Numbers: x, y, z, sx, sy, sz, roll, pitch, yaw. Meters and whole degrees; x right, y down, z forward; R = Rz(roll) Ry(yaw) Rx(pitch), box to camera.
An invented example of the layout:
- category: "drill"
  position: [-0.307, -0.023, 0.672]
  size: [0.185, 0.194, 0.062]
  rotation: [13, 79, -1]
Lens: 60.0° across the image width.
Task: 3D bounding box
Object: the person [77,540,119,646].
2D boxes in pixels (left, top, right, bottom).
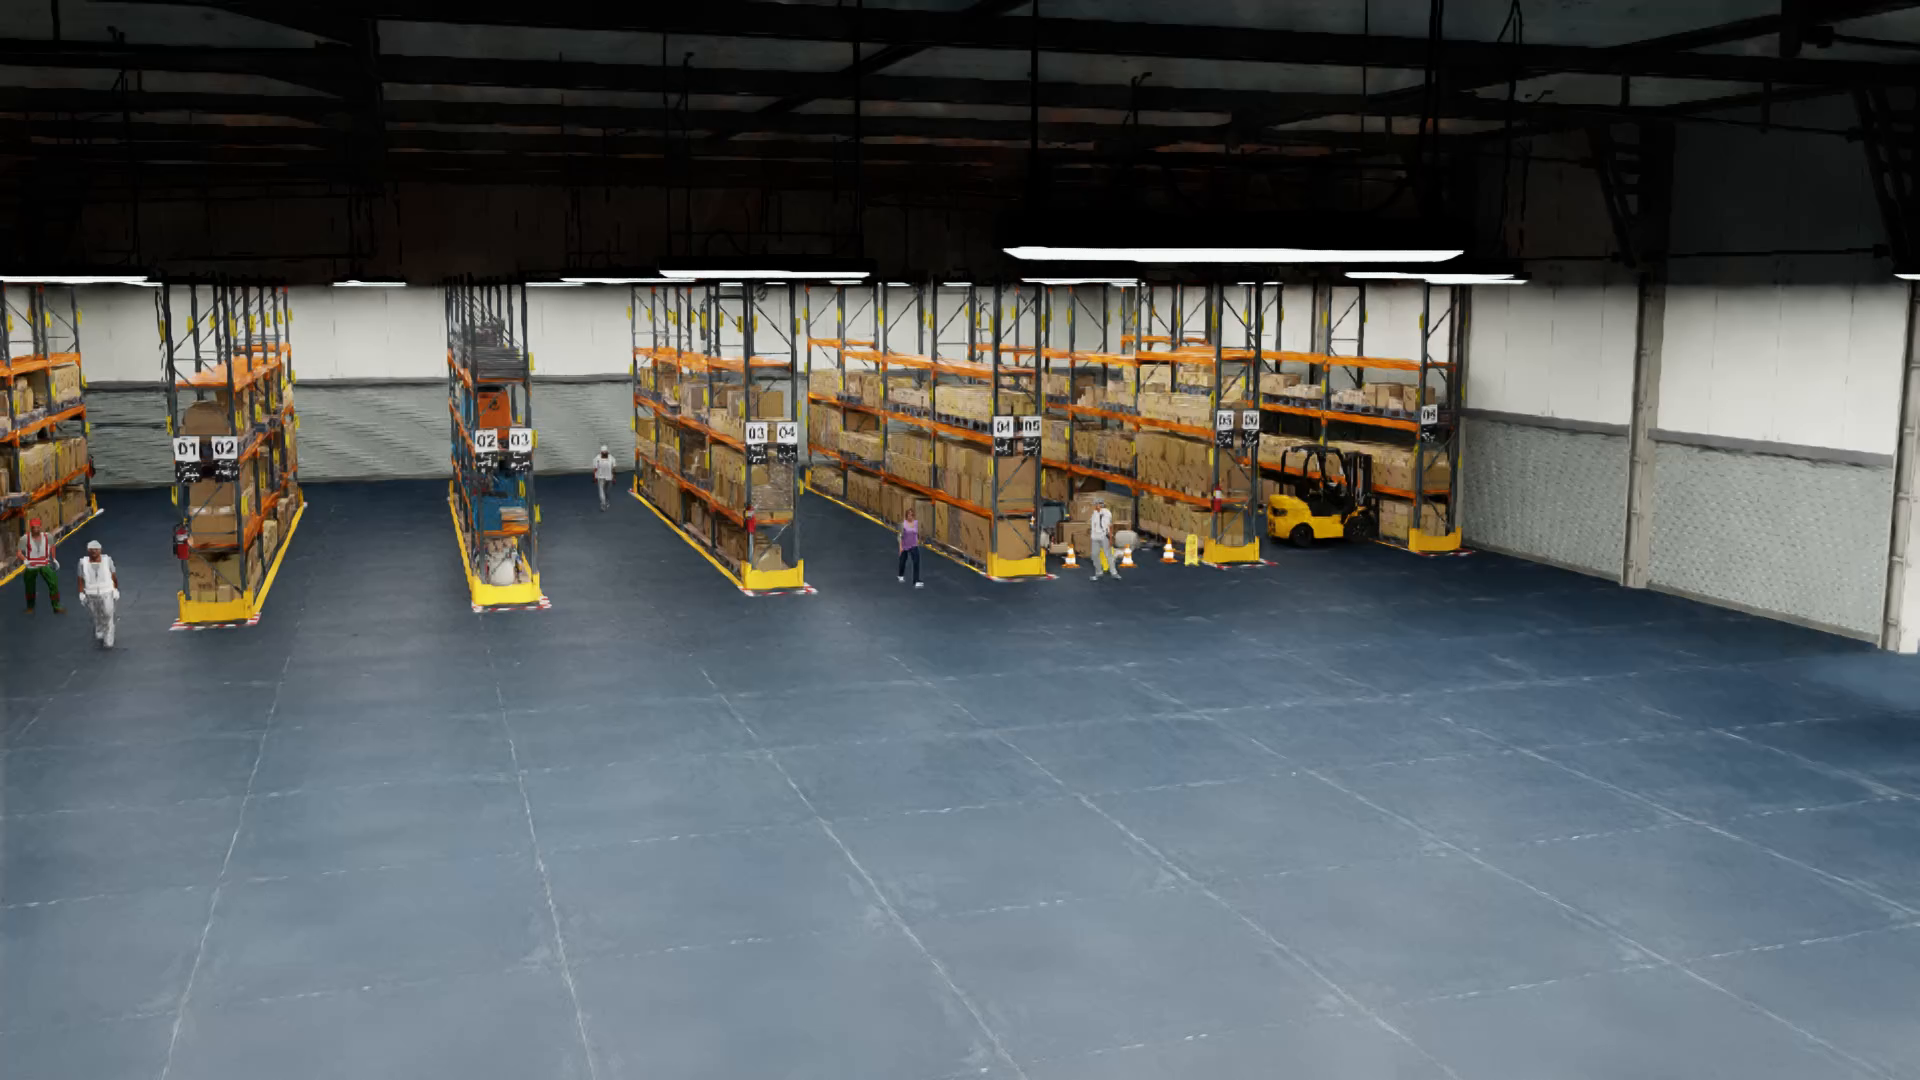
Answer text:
- category: "person"
  position: [-13.888, 0.837, 26.783]
  size: [0.571, 1.700, 1.111]
  rotation: [-3, 9, -20]

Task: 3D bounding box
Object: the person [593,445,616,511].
- category: "person"
  position: [-9.212, -1.633, 43.203]
  size: [0.575, 1.689, 1.128]
  rotation: [-3, 9, -20]

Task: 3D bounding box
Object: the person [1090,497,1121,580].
- category: "person"
  position: [2.859, -0.037, 32.934]
  size: [0.597, 1.652, 0.558]
  rotation: [8, 12, 42]

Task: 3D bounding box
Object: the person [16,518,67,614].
- category: "person"
  position: [-16.264, 0.449, 29.357]
  size: [0.686, 1.716, 0.838]
  rotation: [-6, 10, -34]

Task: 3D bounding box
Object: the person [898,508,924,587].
- category: "person"
  position: [-0.997, 0.116, 32.204]
  size: [0.417, 1.517, 1.037]
  rotation: [-2, 9, -16]
